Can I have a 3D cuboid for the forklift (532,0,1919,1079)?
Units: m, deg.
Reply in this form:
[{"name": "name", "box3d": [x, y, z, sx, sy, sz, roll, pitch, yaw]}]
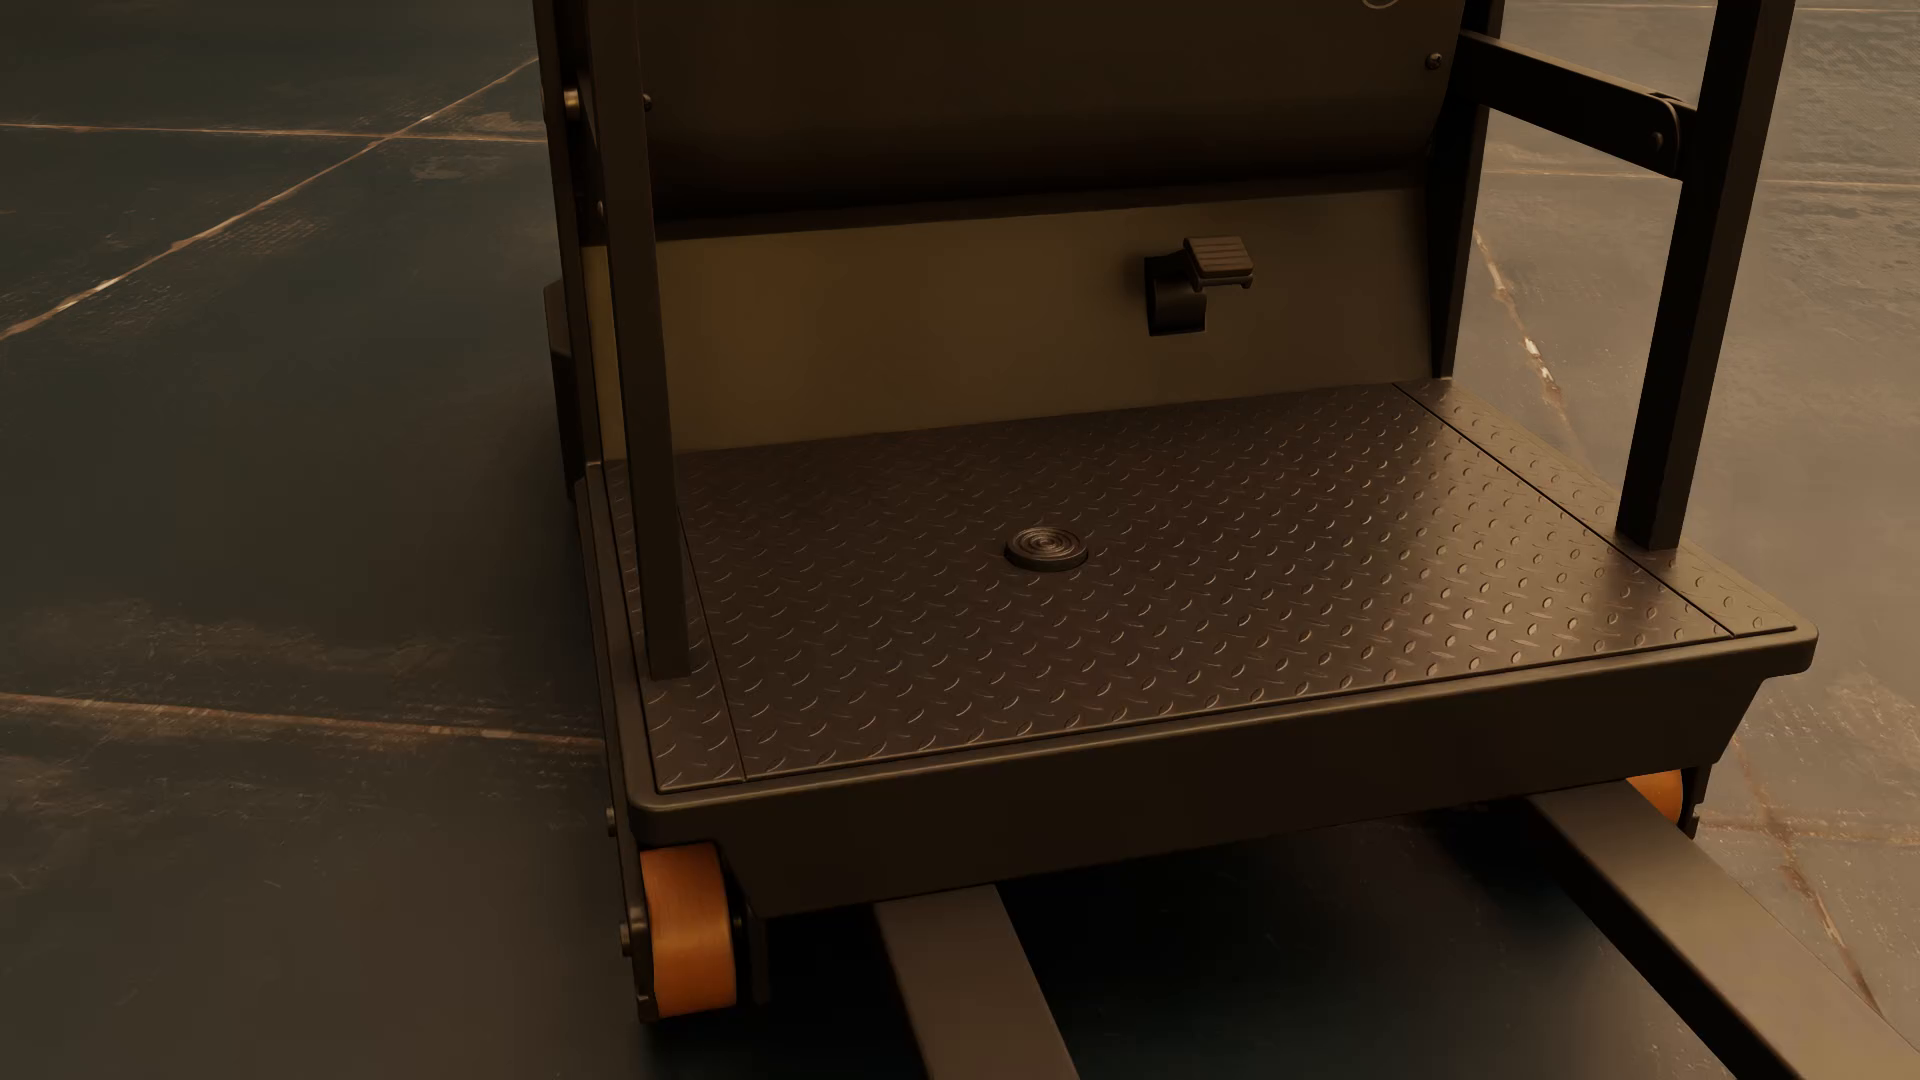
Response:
[{"name": "forklift", "box3d": [0.153, -1.049, 1.319, 1.130, 2.935, 3.031, -7, 27, -13]}]
